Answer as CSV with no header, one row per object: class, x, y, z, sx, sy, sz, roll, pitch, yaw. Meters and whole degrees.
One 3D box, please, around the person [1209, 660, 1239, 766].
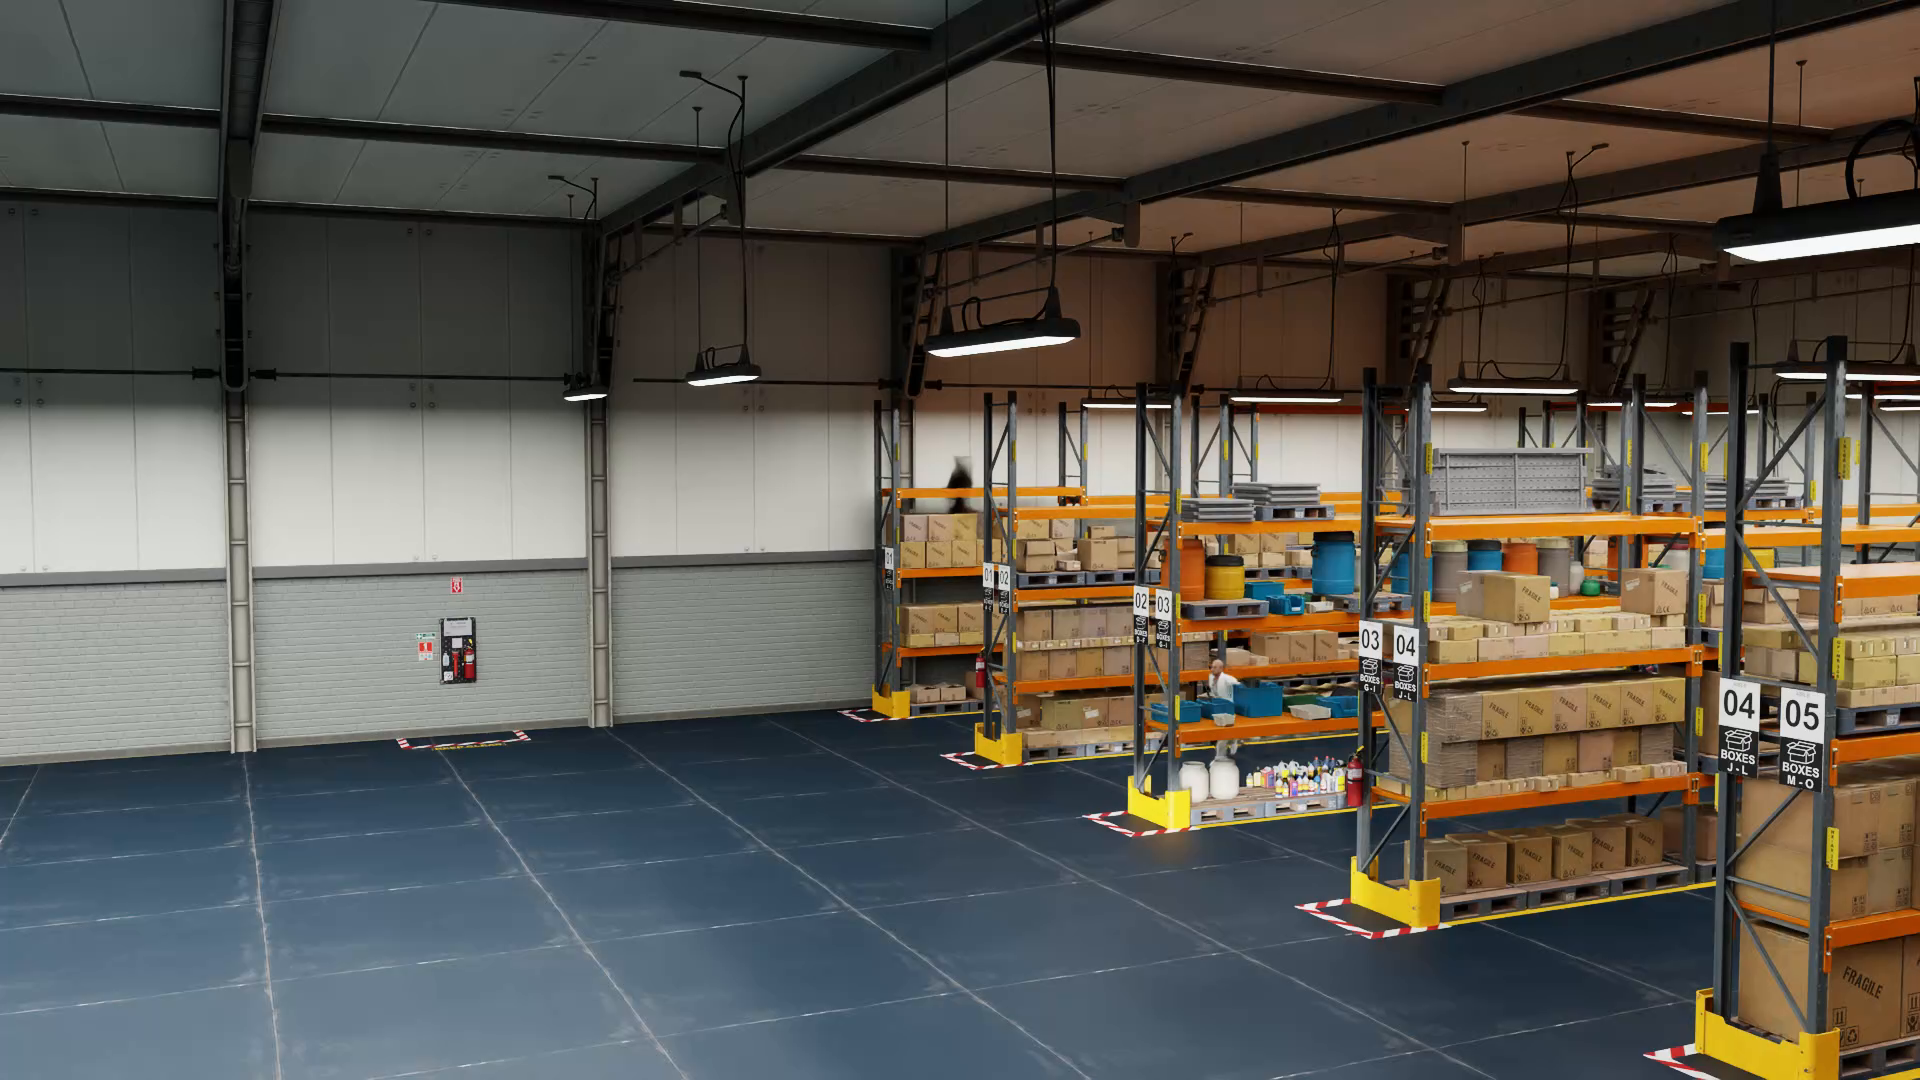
person,4.287,2.763,26.717,0.758,1.716,0.687,-3,5,-45
